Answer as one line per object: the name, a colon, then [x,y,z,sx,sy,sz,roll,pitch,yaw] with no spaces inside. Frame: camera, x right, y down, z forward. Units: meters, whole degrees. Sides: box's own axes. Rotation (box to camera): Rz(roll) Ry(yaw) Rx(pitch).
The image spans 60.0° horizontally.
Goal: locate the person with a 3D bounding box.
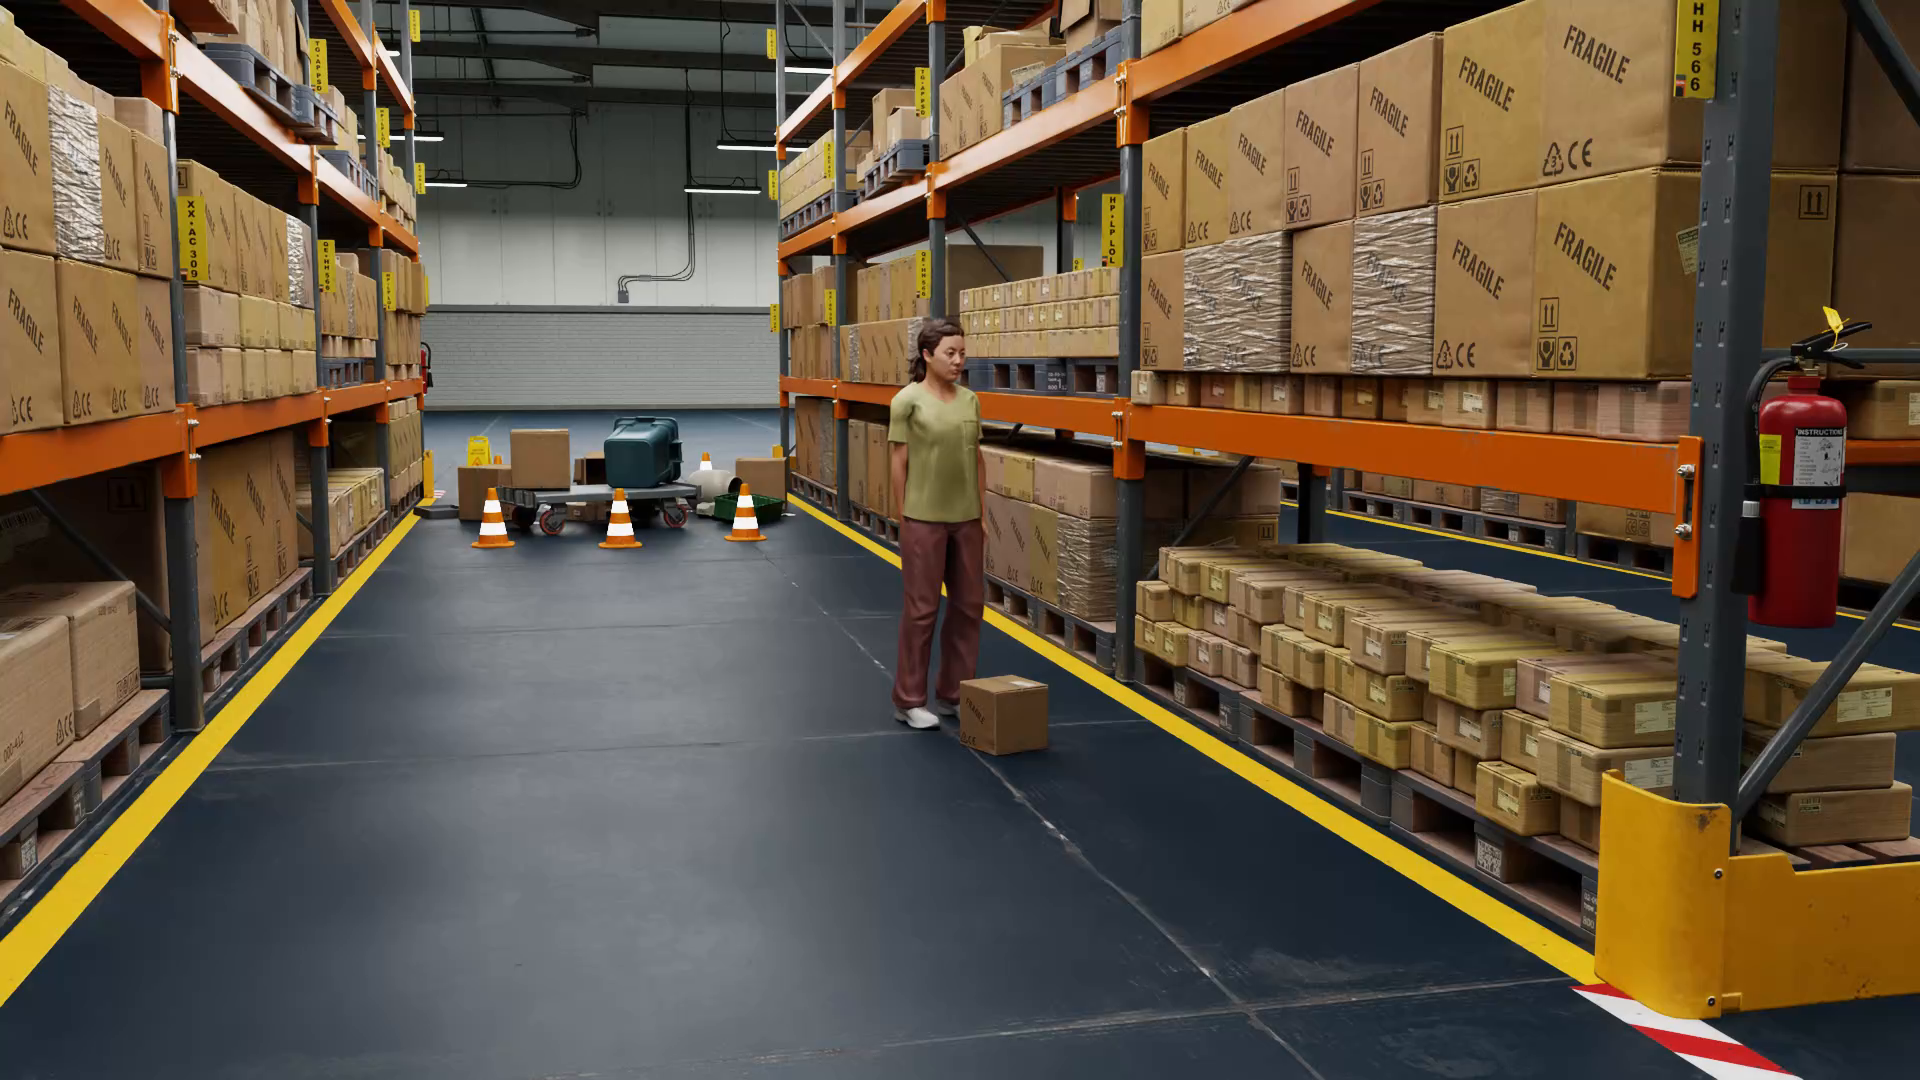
person: [-0.079,-0.075,6.869,0.443,1.673,0.360,-4,7,-31]
